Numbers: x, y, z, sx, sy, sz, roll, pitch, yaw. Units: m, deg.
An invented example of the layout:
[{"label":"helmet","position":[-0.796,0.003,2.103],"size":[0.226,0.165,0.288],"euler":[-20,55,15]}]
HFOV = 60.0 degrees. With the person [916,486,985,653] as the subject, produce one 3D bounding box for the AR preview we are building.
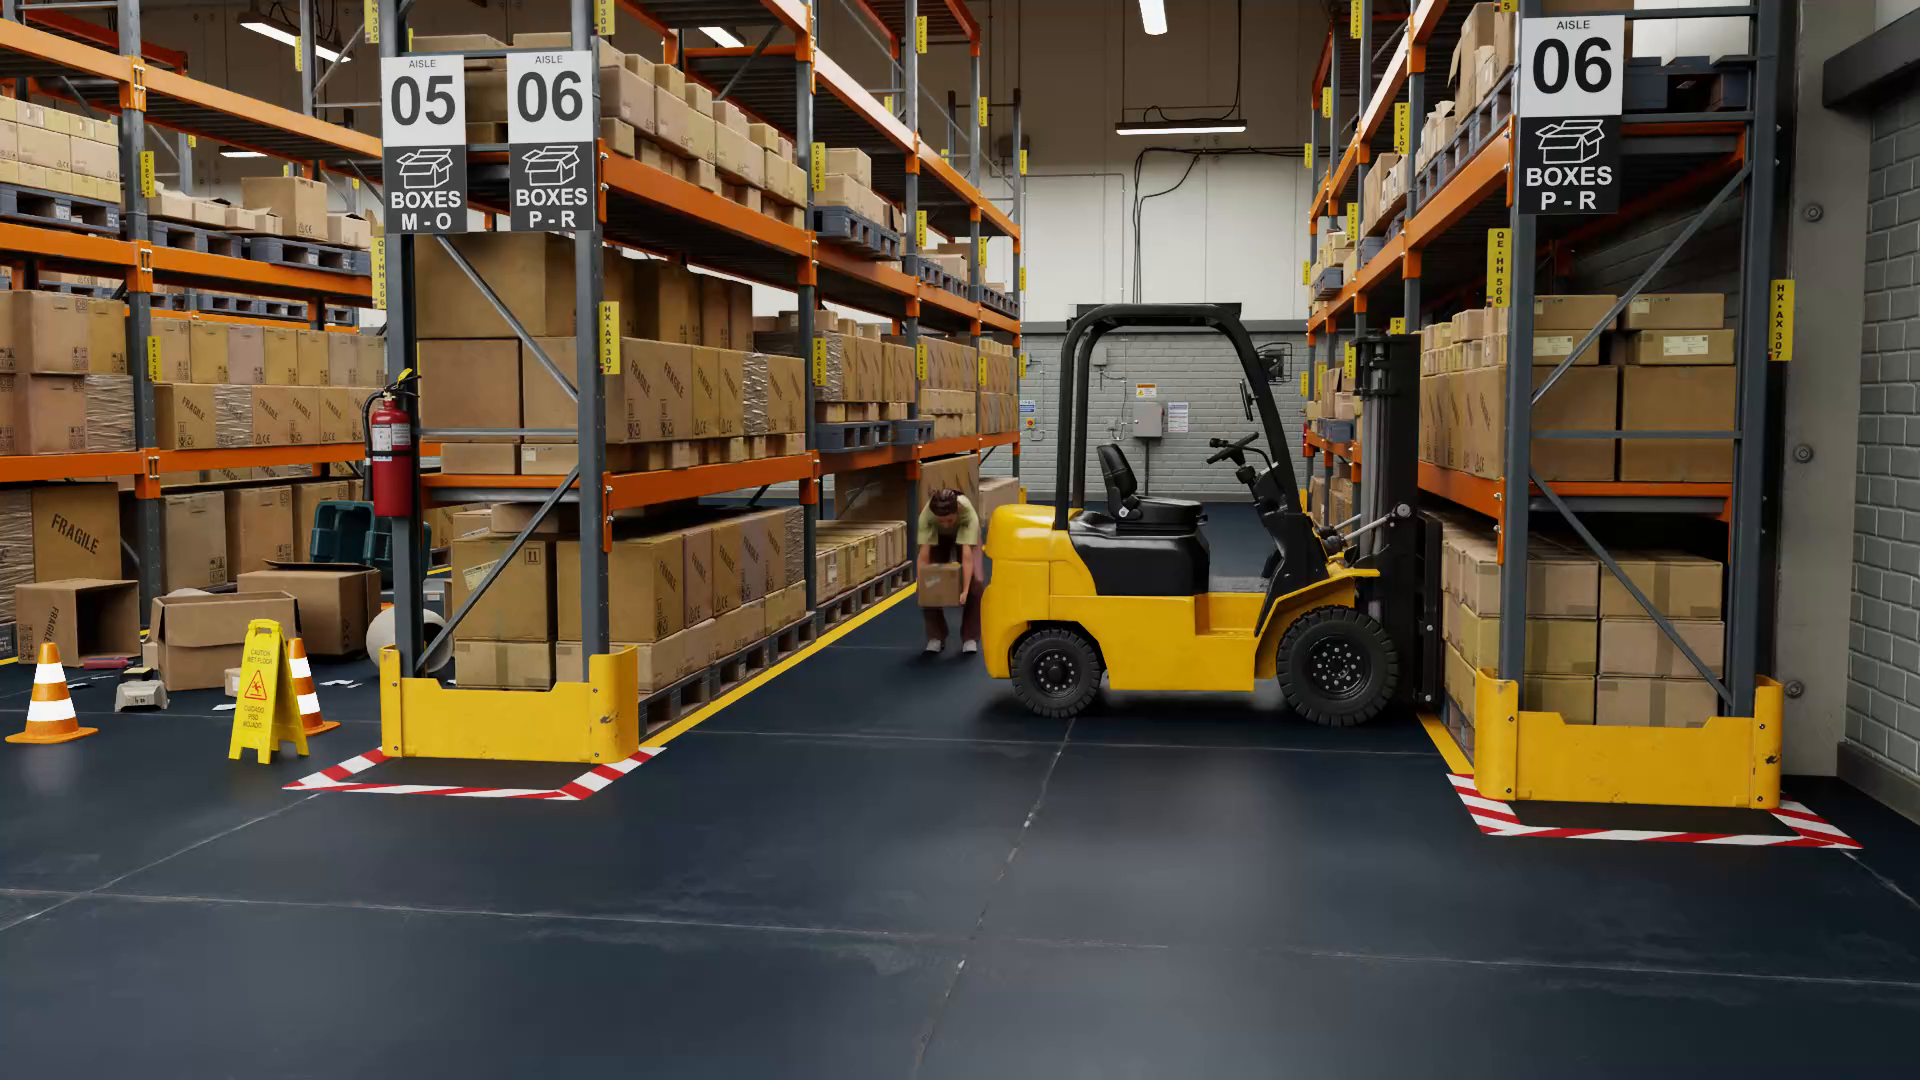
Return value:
[{"label":"person","position":[-0.069,0.197,10.890],"size":[0.450,1.121,0.858],"euler":[0,5,6]}]
